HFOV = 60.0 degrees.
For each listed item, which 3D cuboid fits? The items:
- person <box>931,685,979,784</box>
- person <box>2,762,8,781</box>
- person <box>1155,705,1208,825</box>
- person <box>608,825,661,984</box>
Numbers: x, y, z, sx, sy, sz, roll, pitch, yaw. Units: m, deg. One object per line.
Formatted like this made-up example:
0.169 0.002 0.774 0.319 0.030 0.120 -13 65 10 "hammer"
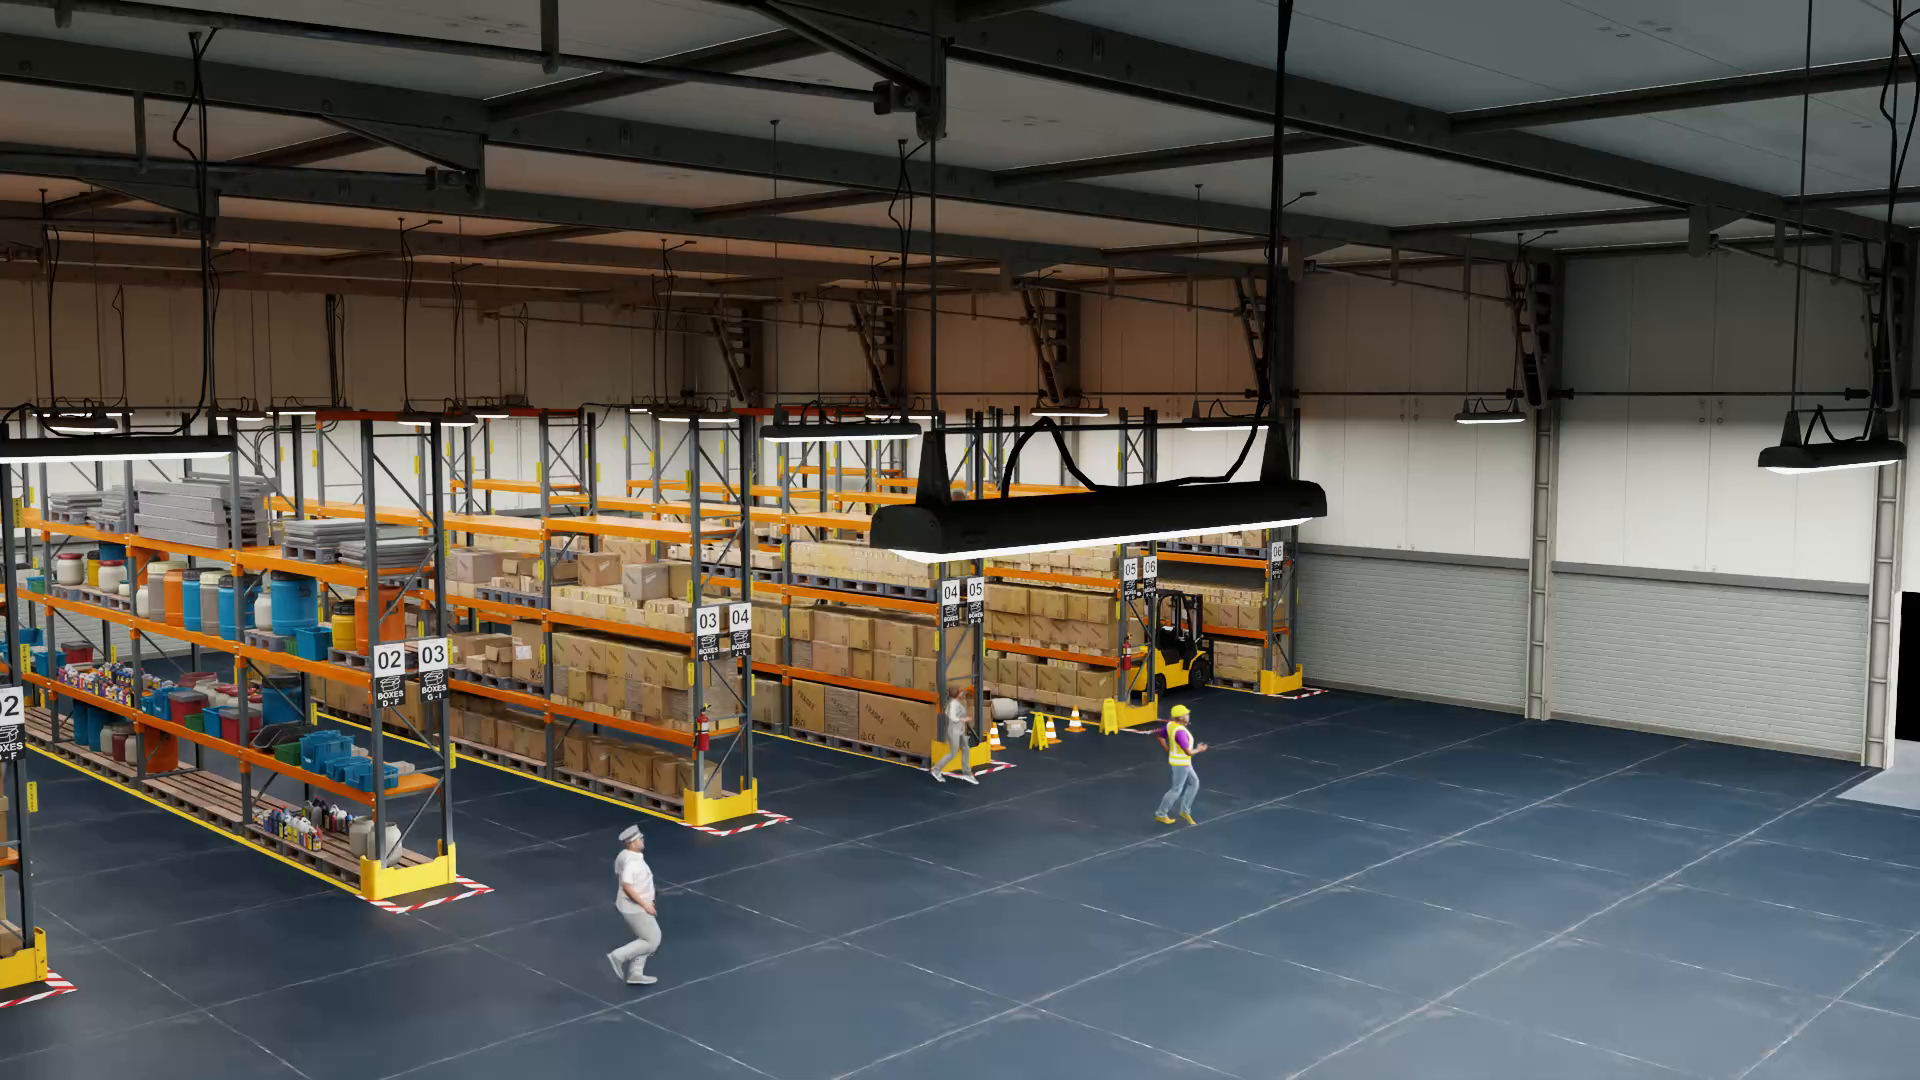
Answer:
-0.078 3.147 26.858 0.775 1.614 0.544 1 5 9 "person"
-14.579 3.233 25.101 0.710 1.820 0.636 4 6 36 "person"
3.226 3.305 24.284 0.762 1.820 0.675 0 5 0 "person"
-3.490 3.903 17.735 0.603 1.746 0.651 -2 6 -23 "person"
